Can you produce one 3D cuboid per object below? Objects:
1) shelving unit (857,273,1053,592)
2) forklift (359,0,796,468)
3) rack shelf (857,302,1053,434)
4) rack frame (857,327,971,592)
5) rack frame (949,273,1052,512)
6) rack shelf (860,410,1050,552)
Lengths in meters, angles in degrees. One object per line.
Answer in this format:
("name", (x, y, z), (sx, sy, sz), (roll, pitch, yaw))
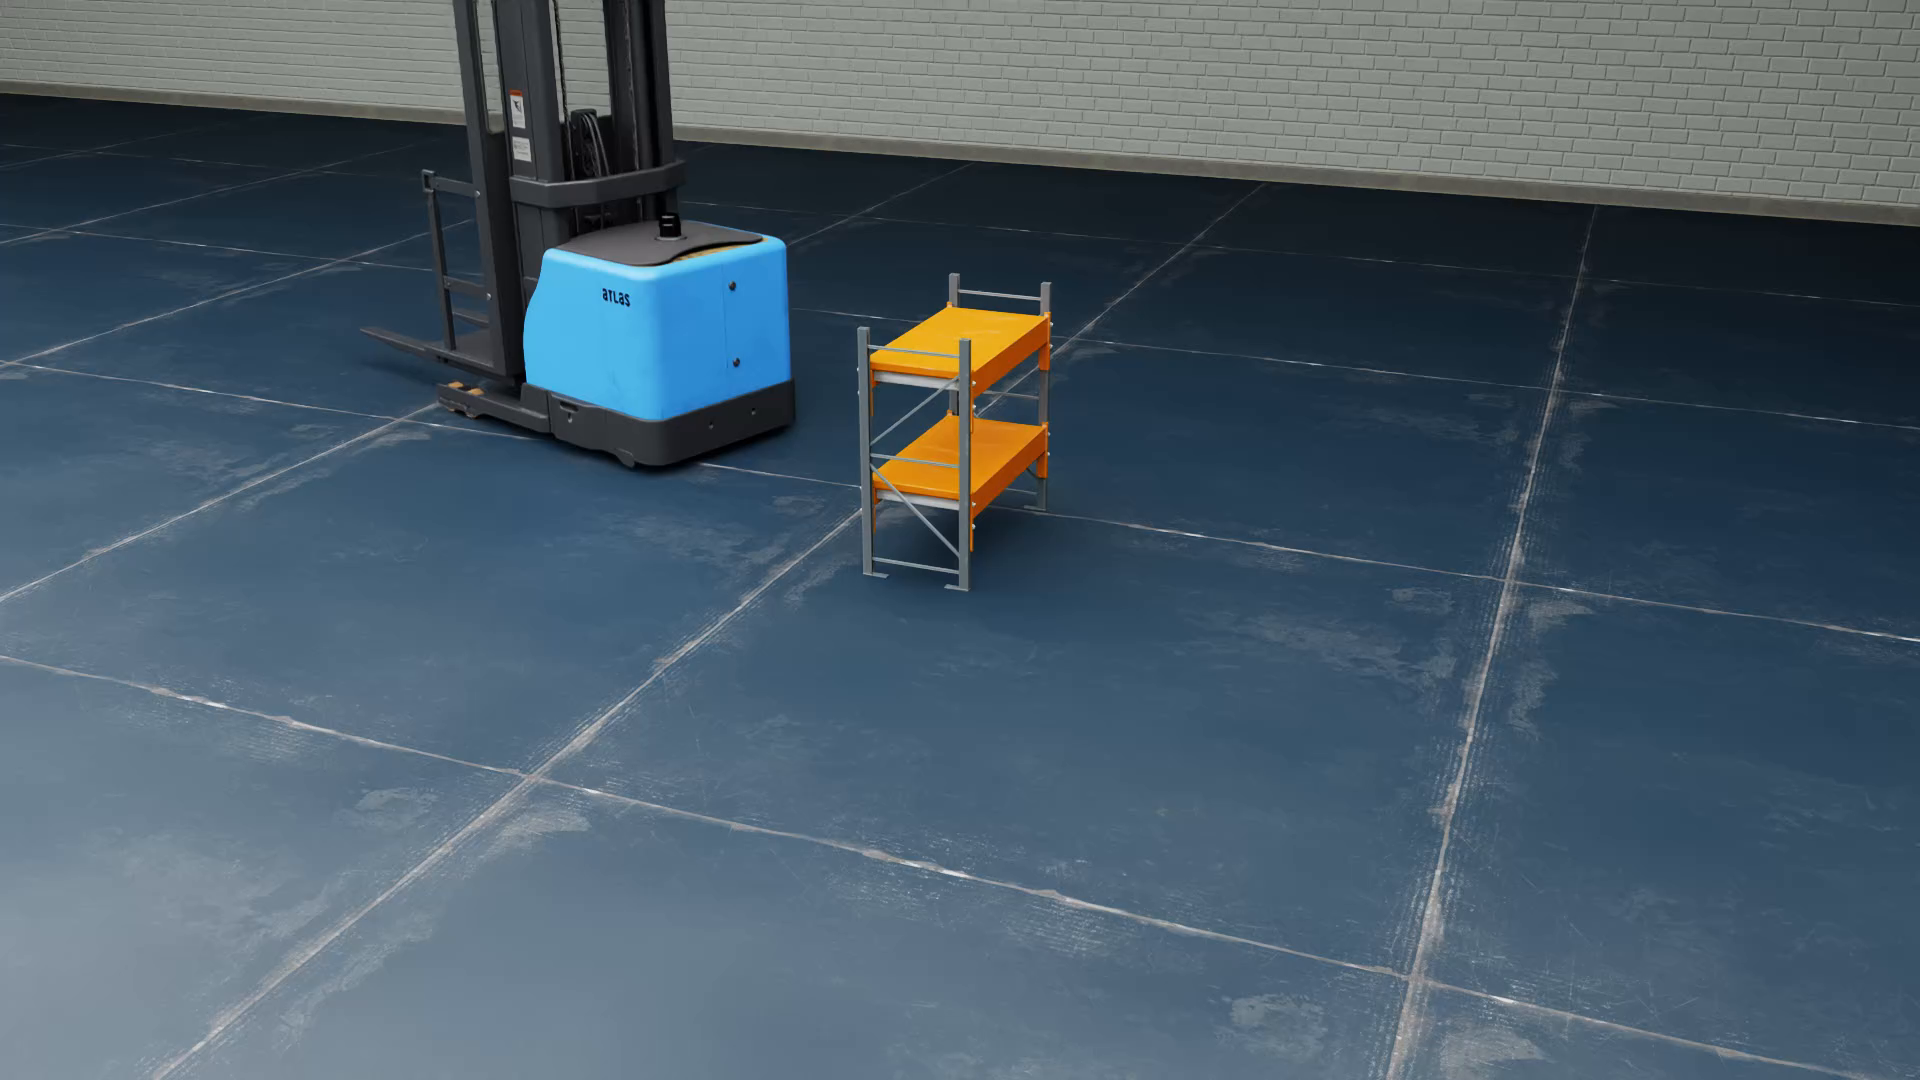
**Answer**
("shelving unit", (-0.002, -0.517, 7.527), (0.538, 1.125, 1.048), (9, 24, 20))
("forklift", (-2.354, -2.177, 9.158), (3.031, 2.935, 1.130), (18, 29, 37))
("rack shelf", (-0.002, -0.787, 7.415), (0.538, 0.278, 1.000), (9, 24, 20))
("rack frame", (-0.191, -0.335, 7.092), (0.500, 1.125, 0.032), (9, 24, 20))
("rack frame", (0.186, -0.699, 7.963), (0.500, 1.125, 0.032), (9, 24, 20))
("rack shelf", (-0.002, -0.291, 7.622), (0.538, 0.278, 1.000), (9, 24, 20))
